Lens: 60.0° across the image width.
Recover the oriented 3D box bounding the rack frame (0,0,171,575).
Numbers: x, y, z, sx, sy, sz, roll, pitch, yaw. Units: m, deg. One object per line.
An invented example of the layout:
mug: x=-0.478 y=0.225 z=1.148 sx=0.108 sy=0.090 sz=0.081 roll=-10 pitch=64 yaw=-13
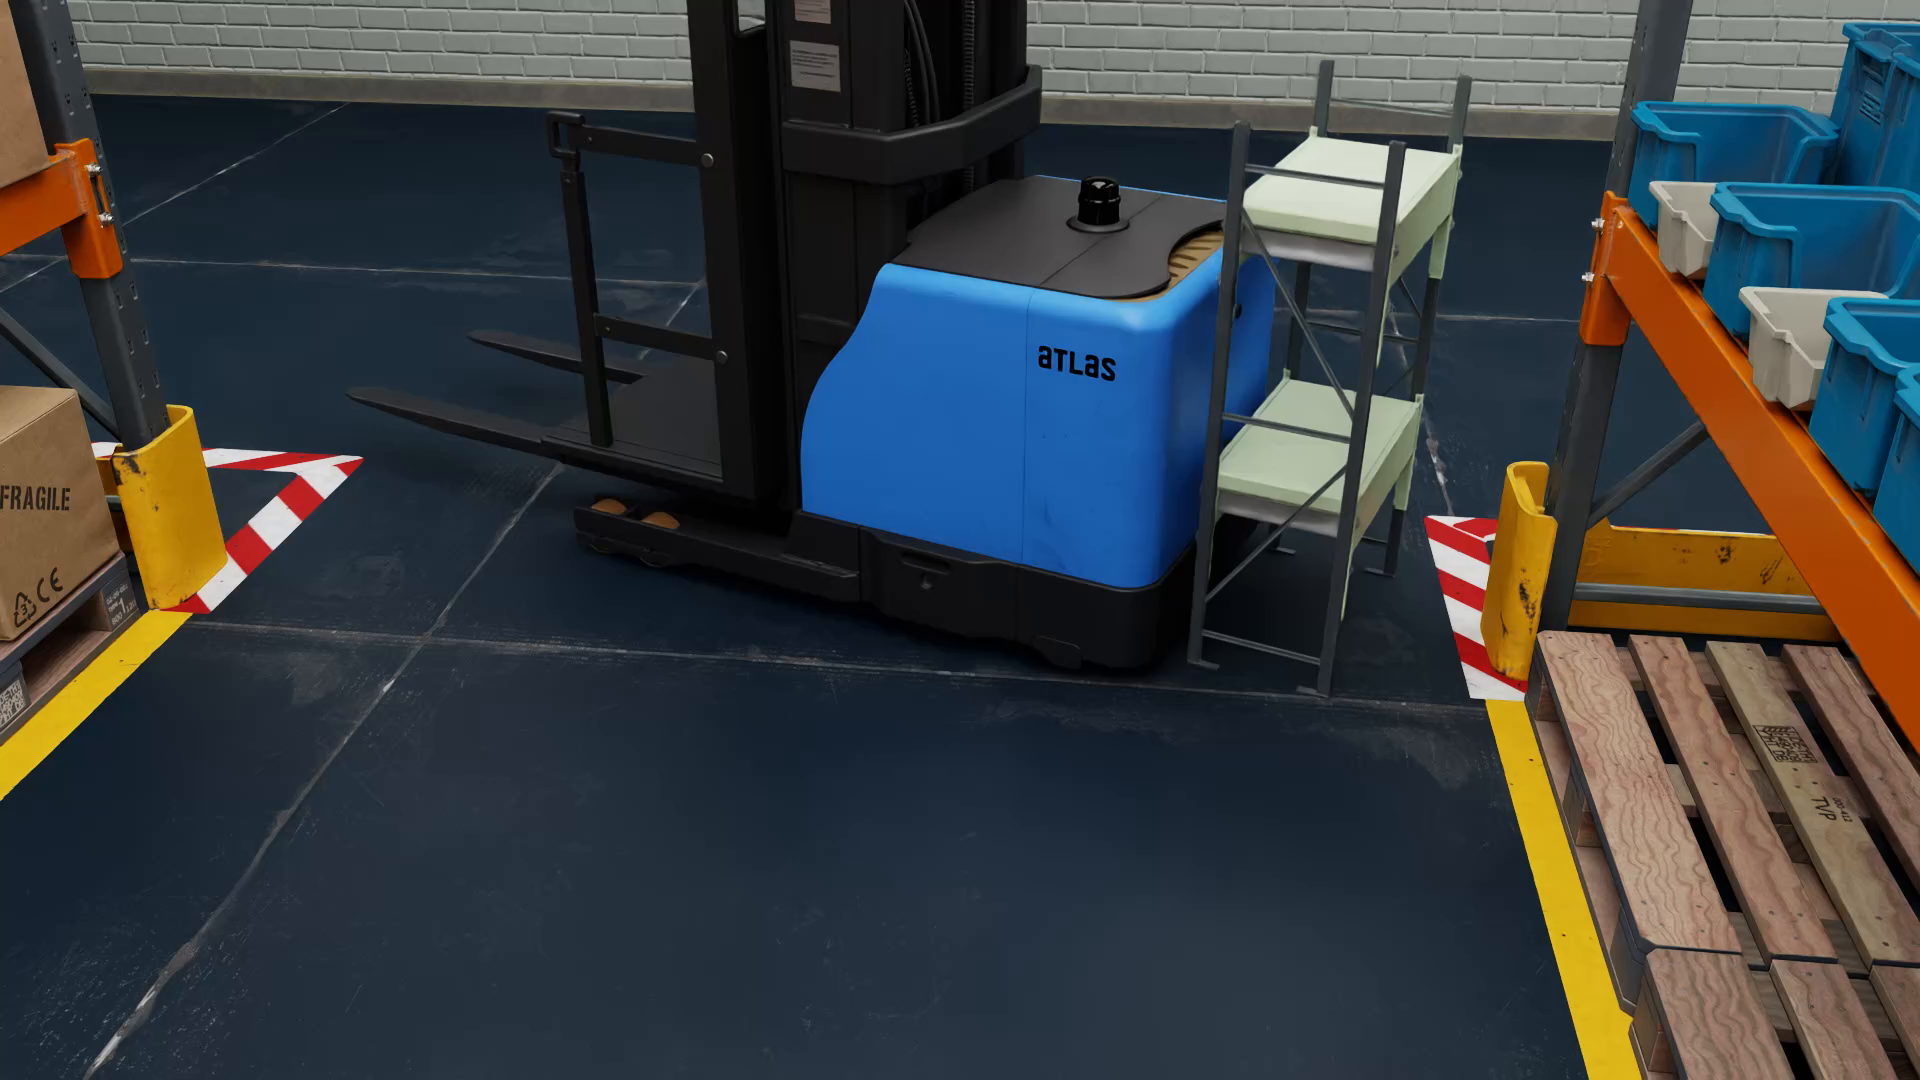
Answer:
rack frame: x=-2.841 y=-1.264 z=4.434 sx=1.000 sy=3.000 sz=0.127 roll=3 pitch=28 yaw=6

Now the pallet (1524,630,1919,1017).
pallet: x=1.935 y=0.639 z=3.842 sx=1.003 sy=0.211 sz=1.213 roll=3 pitch=28 yaw=6

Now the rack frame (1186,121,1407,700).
rack frame: x=0.818 y=-0.278 z=4.180 sx=0.400 sy=1.500 sz=0.023 roll=14 pitch=31 yaw=23

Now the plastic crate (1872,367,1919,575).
plastic crate: x=1.520 y=-0.069 z=2.329 sx=0.416 sy=0.233 sz=0.300 roll=3 pitch=28 yaw=6

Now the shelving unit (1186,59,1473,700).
shelving unit: x=0.982 y=-0.434 z=4.469 sx=0.431 sy=1.500 sz=0.755 roll=14 pitch=31 yaw=23

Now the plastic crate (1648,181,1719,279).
plastic crate: x=1.597 y=-0.642 z=3.494 sx=0.250 sy=0.136 sz=0.298 roll=3 pitch=28 yaw=6

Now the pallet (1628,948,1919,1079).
pallet: x=1.783 y=1.211 z=2.779 sx=1.003 sy=0.211 sz=1.213 roll=3 pitch=28 yaw=6

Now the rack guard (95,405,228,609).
rack guard: x=-2.850 y=-0.128 z=4.961 sx=1.175 sy=0.500 sz=0.348 roll=3 pitch=28 yaw=6

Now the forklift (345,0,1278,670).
forklift: x=-0.619 y=-1.413 z=4.783 sx=3.031 sy=2.935 sz=1.130 roll=14 pitch=31 yaw=24

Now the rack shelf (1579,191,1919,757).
rack shelf: x=1.830 y=0.283 z=2.320 sx=1.077 sy=0.370 sz=4.000 roll=3 pitch=28 yaw=6

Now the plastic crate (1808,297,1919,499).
plastic crate: x=1.557 y=-0.211 z=2.592 sx=0.416 sy=0.233 sz=0.300 roll=3 pitch=28 yaw=6

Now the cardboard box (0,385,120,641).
cardboard box: x=-2.663 y=-0.087 z=4.421 sx=0.500 sy=0.500 sz=0.500 roll=3 pitch=28 yaw=6

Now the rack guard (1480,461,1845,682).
rack guard: x=2.065 y=0.114 z=4.512 sx=1.175 sy=0.500 sz=0.348 roll=3 pitch=28 yaw=6

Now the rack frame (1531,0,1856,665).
rack frame: x=2.075 y=-0.975 z=3.897 sx=1.000 sy=3.000 sz=0.127 roll=3 pitch=28 yaw=6

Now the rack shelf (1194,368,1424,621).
rack shelf: x=0.979 y=-0.147 z=4.625 sx=0.431 sy=0.370 sz=0.720 roll=14 pitch=31 yaw=23

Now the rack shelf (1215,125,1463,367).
rack shelf: x=0.985 y=-0.776 z=4.282 sx=0.431 sy=0.370 sz=0.720 roll=14 pitch=31 yaw=23

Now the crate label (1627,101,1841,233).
crate label: x=1.718 y=-0.830 z=3.742 sx=0.416 sy=0.233 sz=0.303 roll=3 pitch=28 yaw=6

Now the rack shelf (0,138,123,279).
rack shelf: x=-3.086 y=-0.006 z=2.858 sx=1.077 sy=0.370 sz=4.000 roll=3 pitch=28 yaw=6

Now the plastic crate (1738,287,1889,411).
plastic crate: x=1.513 y=-0.323 z=2.901 sx=0.250 sy=0.136 sz=0.298 roll=3 pitch=28 yaw=6

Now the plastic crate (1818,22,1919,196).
plastic crate: x=2.219 y=-0.848 z=3.562 sx=0.616 sy=0.435 sz=0.499 roll=3 pitch=28 yaw=6

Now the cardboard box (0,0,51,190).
cardboard box: x=-2.625 y=-1.082 z=3.990 sx=0.500 sy=0.500 sz=0.500 roll=4 pitch=29 yaw=8

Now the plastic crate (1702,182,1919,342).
plastic crate: x=1.637 y=-0.521 z=3.167 sx=0.416 sy=0.233 sz=0.300 roll=3 pitch=28 yaw=6

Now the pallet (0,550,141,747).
pallet: x=-2.947 y=0.374 z=4.333 sx=1.003 sy=0.211 sz=1.213 roll=3 pitch=28 yaw=6

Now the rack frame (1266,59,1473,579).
rack frame: x=1.145 y=-0.589 z=4.757 sx=0.400 sy=1.500 sz=0.023 roll=14 pitch=31 yaw=23
